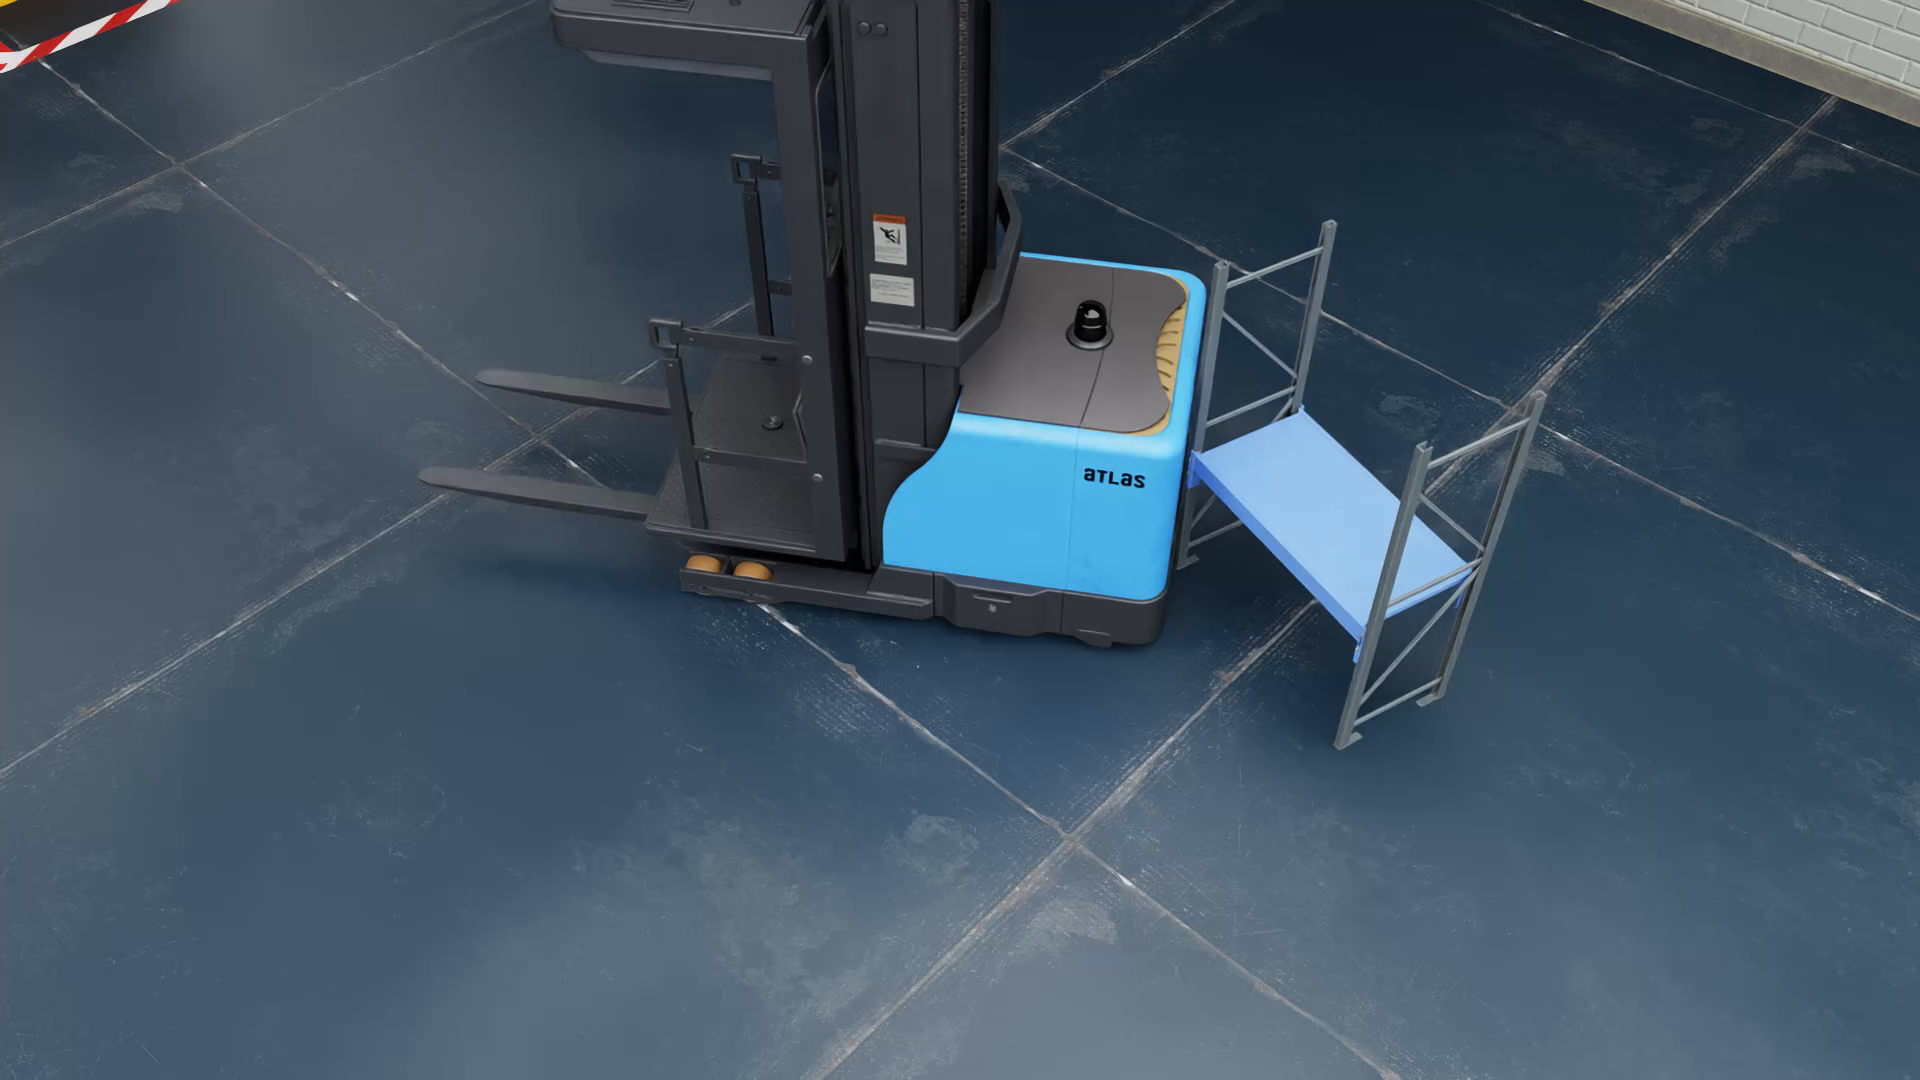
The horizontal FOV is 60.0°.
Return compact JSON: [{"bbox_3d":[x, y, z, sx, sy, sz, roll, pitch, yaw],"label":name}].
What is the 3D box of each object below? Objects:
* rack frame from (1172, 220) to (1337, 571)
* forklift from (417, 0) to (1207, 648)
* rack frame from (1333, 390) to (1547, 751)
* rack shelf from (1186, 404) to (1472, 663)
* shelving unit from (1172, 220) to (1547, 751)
[{"bbox_3d":[1.073,-0.491,6.182,0.500,1.500,0.032,-23,51,-20],"label":"rack frame"},{"bbox_3d":[-0.634,-1.129,5.799,3.031,2.935,1.130,8,47,7],"label":"forklift"},{"bbox_3d":[1.582,0.151,5.580,0.500,1.500,0.032,-23,51,-20],"label":"rack frame"},{"bbox_3d":[1.328,-0.047,6.012,0.538,0.185,1.000,-23,51,-20],"label":"rack shelf"},{"bbox_3d":[1.328,-0.170,5.881,0.538,1.500,1.048,-23,51,-20],"label":"shelving unit"}]
